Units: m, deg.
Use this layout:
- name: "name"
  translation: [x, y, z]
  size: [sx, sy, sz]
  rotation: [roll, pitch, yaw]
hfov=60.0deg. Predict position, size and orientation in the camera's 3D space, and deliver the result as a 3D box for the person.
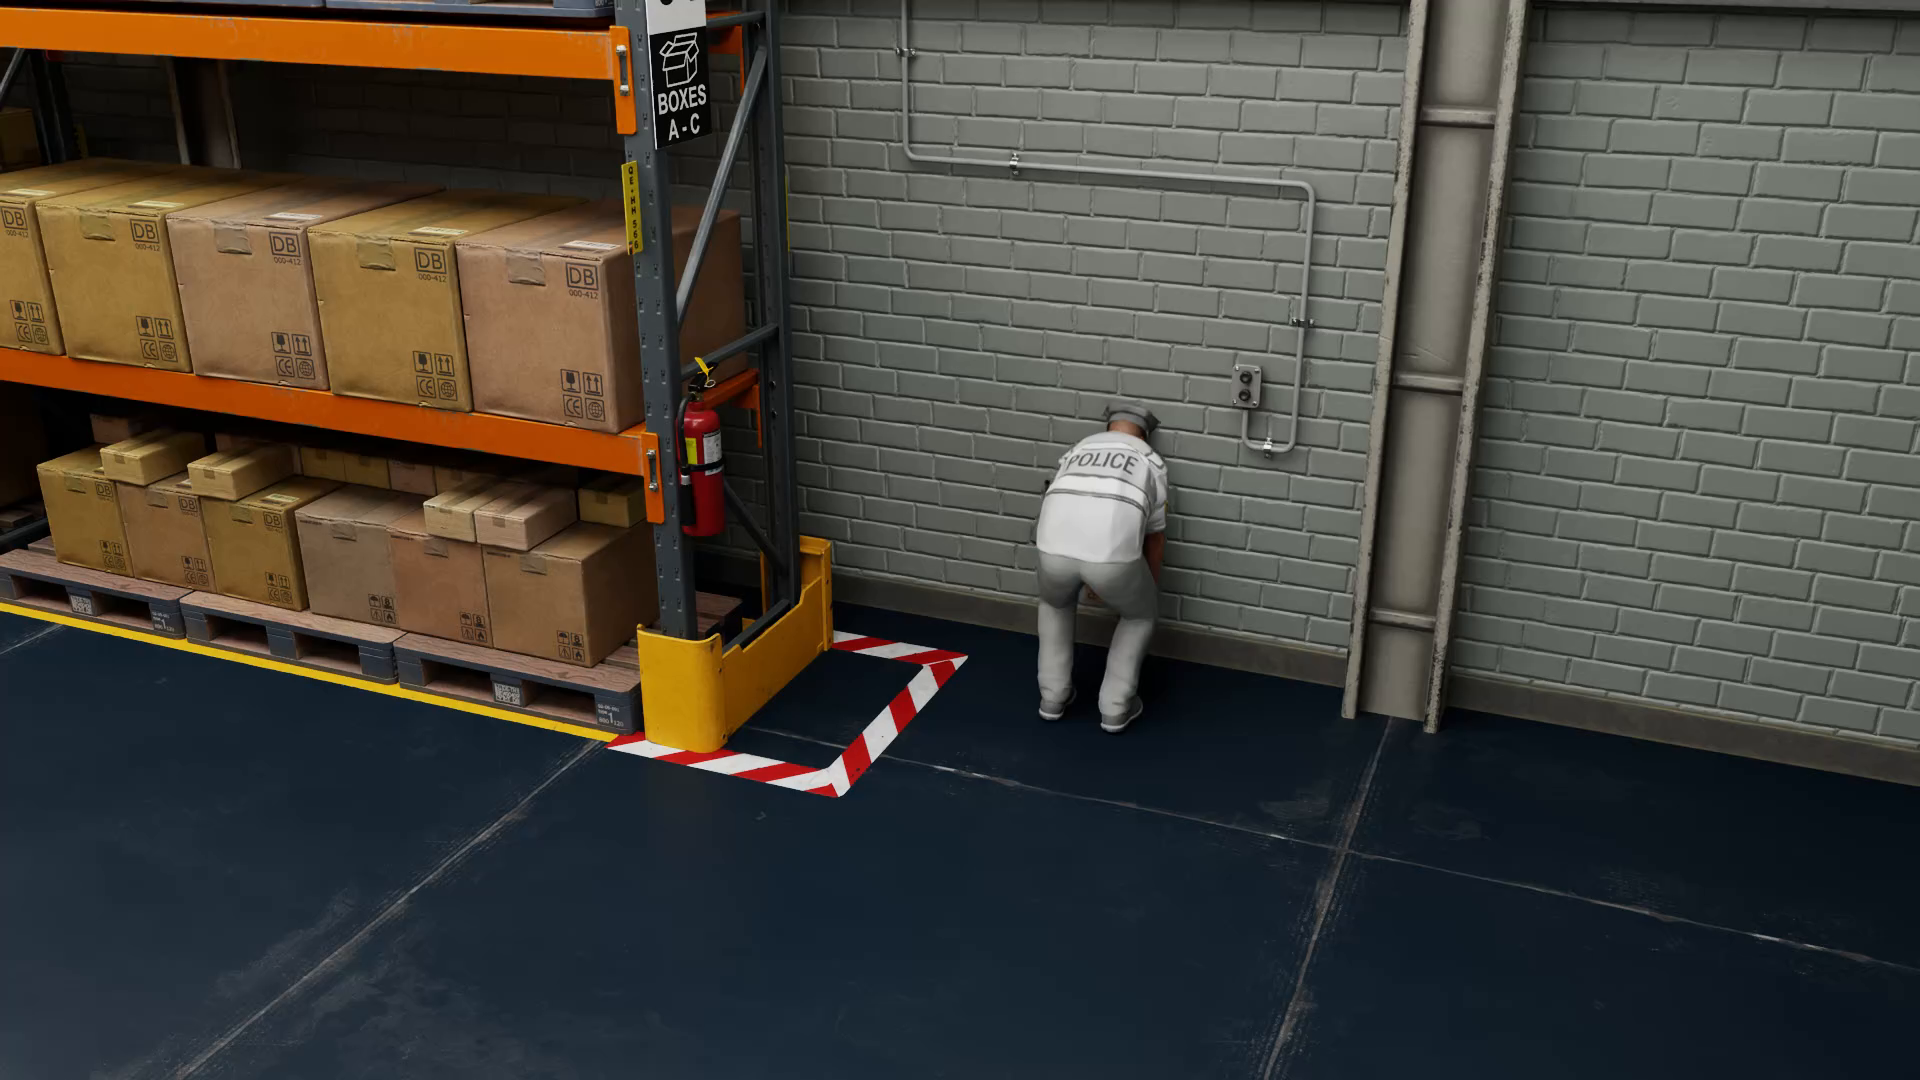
- name: "person"
  translation: [0.622, 0.102, 7.048]
  size: [0.518, 1.214, 1.022]
  rotation: [8, 23, 18]
